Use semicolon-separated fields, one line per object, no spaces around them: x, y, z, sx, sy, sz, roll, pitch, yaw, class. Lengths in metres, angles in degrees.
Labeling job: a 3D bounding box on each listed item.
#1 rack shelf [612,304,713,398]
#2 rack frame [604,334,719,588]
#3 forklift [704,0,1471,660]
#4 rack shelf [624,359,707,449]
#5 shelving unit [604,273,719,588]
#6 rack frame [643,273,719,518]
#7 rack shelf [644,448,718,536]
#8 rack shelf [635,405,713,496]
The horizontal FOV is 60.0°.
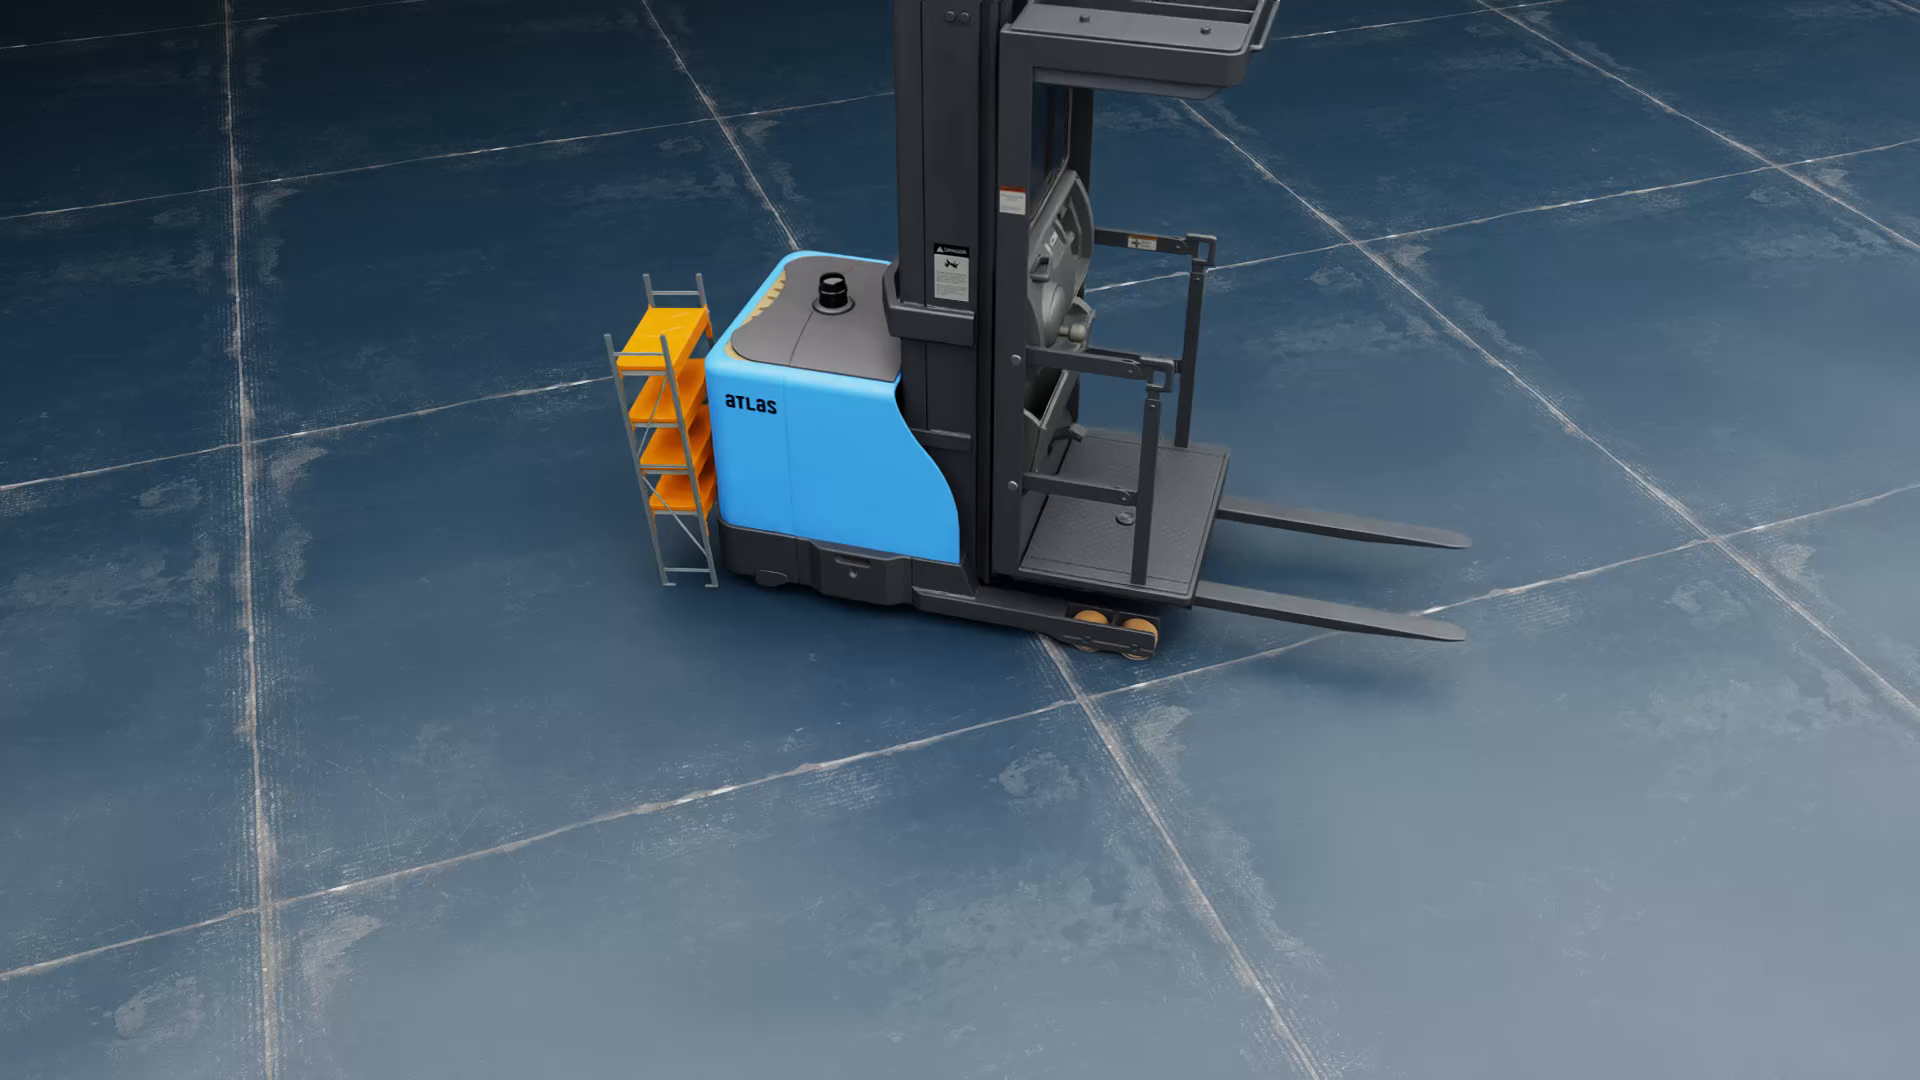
-1.173;-0.752;6.584;0.258;0.148;0.480;1;37;10;rack shelf
-1.178;-0.291;6.623;0.240;1.200;0.015;1;37;10;rack frame
0.569;-1.049;6.207;3.031;2.935;1.130;10;38;12;forklift
-1.154;-0.562;6.723;0.258;0.148;0.480;1;37;10;rack shelf
-1.142;-0.436;6.815;0.258;1.200;0.503;1;37;10;shelving unit
-1.105;-0.581;7.008;0.240;1.200;0.015;1;37;10;rack frame
-1.120;-0.222;6.972;0.258;0.148;0.480;1;37;10;rack shelf
-1.136;-0.382;6.855;0.258;0.148;0.480;1;37;10;rack shelf
